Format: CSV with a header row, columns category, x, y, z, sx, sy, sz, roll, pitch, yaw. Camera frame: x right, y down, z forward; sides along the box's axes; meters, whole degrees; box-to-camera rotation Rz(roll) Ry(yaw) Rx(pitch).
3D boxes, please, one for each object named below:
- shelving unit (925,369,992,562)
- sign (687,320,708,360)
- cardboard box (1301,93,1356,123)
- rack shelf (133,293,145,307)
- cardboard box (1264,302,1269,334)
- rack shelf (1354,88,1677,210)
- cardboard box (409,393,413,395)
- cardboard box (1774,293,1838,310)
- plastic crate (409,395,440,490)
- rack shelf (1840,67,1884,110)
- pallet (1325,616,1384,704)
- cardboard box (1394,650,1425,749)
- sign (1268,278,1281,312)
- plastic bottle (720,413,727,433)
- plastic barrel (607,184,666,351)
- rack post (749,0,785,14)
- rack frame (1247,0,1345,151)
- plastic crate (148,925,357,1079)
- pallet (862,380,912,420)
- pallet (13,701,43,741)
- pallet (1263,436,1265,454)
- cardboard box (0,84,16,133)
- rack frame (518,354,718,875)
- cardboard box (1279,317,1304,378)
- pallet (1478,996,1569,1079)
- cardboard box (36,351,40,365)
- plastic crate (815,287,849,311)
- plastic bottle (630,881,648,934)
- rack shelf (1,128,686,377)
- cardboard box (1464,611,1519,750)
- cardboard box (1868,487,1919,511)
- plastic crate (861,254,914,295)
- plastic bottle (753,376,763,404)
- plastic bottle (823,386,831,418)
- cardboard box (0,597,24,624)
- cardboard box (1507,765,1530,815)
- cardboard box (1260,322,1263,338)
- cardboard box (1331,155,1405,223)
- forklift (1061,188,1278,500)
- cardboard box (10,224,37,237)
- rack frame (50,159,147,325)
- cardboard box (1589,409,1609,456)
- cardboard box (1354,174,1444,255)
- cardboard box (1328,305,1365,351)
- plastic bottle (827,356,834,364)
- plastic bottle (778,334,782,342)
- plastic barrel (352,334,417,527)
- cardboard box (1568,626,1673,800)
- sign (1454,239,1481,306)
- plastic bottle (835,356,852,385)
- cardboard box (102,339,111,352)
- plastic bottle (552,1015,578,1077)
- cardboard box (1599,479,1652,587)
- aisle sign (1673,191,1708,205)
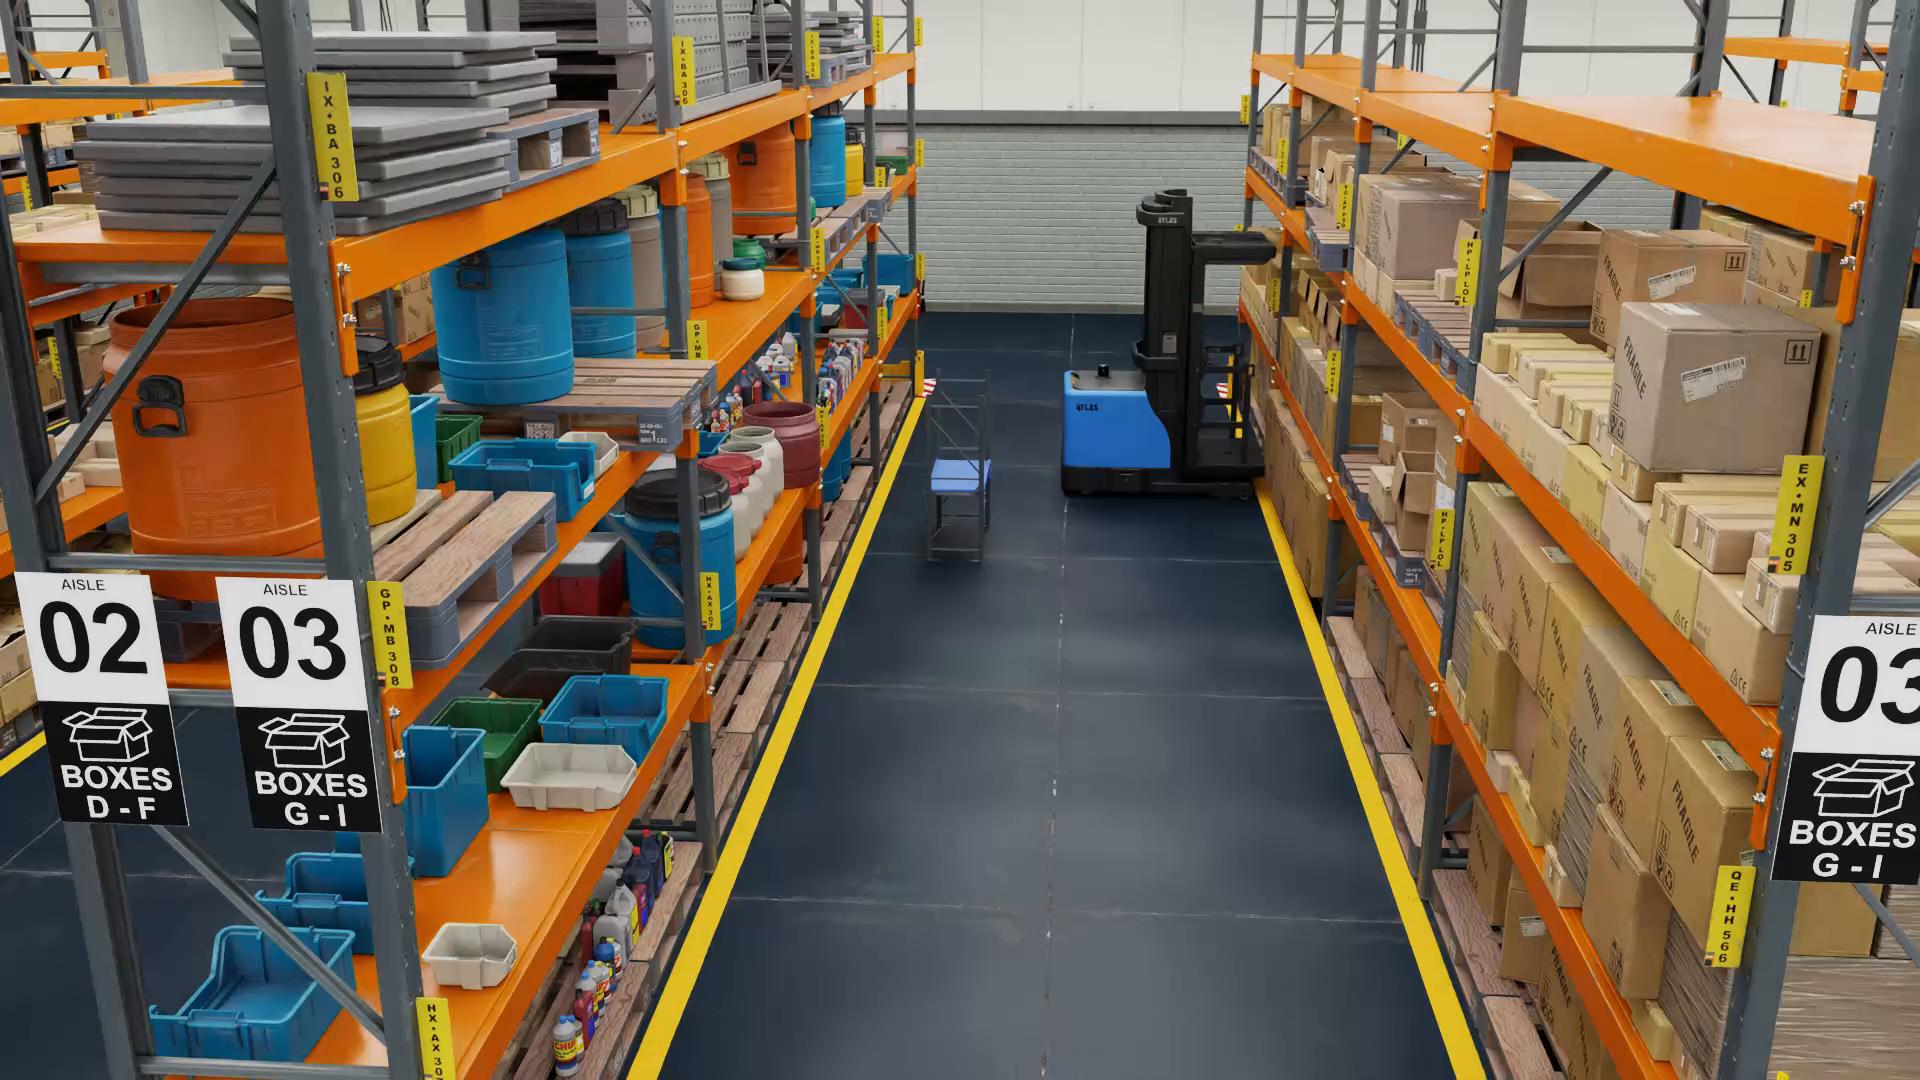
category,x,y,z,sx,sy,sz,roll,pitch,yaw
shelving unit,-0.006,-0.686,14.936,0.538,1.500,1.048,1,18,4
sign,-1.348,-0.967,8.551,0.100,0.325,0.005,1,18,4
cardboard box,3.692,-4.295,16.524,0.500,0.250,0.500,0,18,0
rack shelf,-11.060,-2.538,19.333,1.077,0.370,4.000,1,18,4
cardboard box,3.422,-2.301,17.217,0.500,0.250,0.500,2,18,6
rack shelf,3.188,-2.382,9.866,1.077,0.370,4.000,1,18,4
cardboard box,-6.451,-1.497,18.612,0.500,0.311,0.500,1,18,4
cardboard box,8.311,-2.130,16.295,0.500,0.500,0.500,1,18,4
plastic crate,-2.346,-0.327,6.640,0.392,0.384,0.575,1,18,4
rack shelf,8.415,-3.482,13.224,1.077,0.370,4.000,1,18,4
pallet,3.274,0.883,12.215,1.003,0.211,1.213,1,18,4
cardboard box,3.203,1.025,10.613,0.700,0.500,0.500,0,18,-1
sign,3.064,-2.388,16.202,0.100,0.325,0.005,1,18,4
plastic bottle,-1.963,-0.943,13.629,0.097,0.201,0.097,0,18,0
plastic barrel,-2.029,-1.582,9.639,0.600,0.901,0.600,0,18,0
rack post,-1.651,-4.135,12.590,0.624,0.289,0.986,1,18,4
rack frame,3.905,-6.020,19.170,1.000,3.000,0.127,1,18,4
plastic crate,-2.445,1.598,5.794,0.499,0.251,0.616,1,18,4
pallet,-1.133,-1.699,20.097,1.003,0.211,1.213,1,18,4
pallet,-6.737,1.051,11.703,1.003,0.211,1.213,1,18,4
pallet,3.750,-0.836,17.463,1.003,0.211,1.213,1,18,4
cardboard box,-10.812,-4.745,18.297,0.500,0.500,0.500,1,18,4
rack frame,-1.896,0.447,9.068,1.000,3.000,0.127,1,18,4
cardboard box,3.336,-1.837,15.878,0.500,0.500,0.500,1,18,4
pallet,2.947,2.472,7.366,1.003,0.211,1.213,1,18,4
cardboard box,-10.804,-2.073,19.057,0.380,0.149,0.250,1,18,2
plastic crate,-1.476,-2.750,18.999,0.416,0.233,0.300,1,18,4
plastic bottle,-1.638,1.847,8.453,0.061,0.283,0.133,3,18,8
rack shelf,-2.039,-1.251,6.412,1.077,0.370,4.000,1,18,4
cardboard box,2.880,0.662,7.775,0.875,0.500,0.500,1,18,4
cardboard box,3.109,-0.066,5.419,0.380,0.149,0.250,2,18,6
plastic crate,-0.873,-3.217,20.097,0.616,0.435,0.499,1,18,4
plastic bottle,-1.767,-1.284,14.538,0.061,0.283,0.133,1,18,4
plastic bottle,-1.154,-1.183,14.251,0.097,0.271,0.097,0,18,0
cardboard box,-6.449,0.576,11.516,0.500,0.311,0.500,2,18,5
cardboard box,2.664,1.126,7.400,0.380,0.149,0.250,1,18,4
cardboard box,3.386,-2.229,17.639,0.380,0.149,0.250,2,18,5
cardboard box,3.277,-2.818,13.381,0.500,0.500,0.500,2,18,7
forklift,2.551,-1.959,16.522,3.031,2.935,1.130,1,18,3
cardboard box,-6.598,-1.978,11.218,0.500,0.250,0.500,1,18,3
rack frame,-10.917,-3.501,21.117,1.000,3.000,0.127,1,18,4
cardboard box,2.673,-0.405,6.452,0.380,0.149,0.250,2,18,5
cardboard box,3.041,-2.255,11.533,0.500,0.500,0.500,1,18,4
cardboard box,3.449,-1.638,13.659,0.797,0.503,0.637,2,18,5
plastic bottle,-1.216,-1.573,15.441,0.097,0.271,0.097,0,18,0
plastic bottle,-1.774,-1.878,16.350,0.061,0.283,0.133,1,18,4
plastic barrel,-2.228,-0.382,5.804,0.600,0.588,0.600,0,18,0
cardboard box,2.619,0.649,6.208,0.500,0.500,0.500,1,18,4
sign,2.491,-1.312,8.156,0.100,0.325,0.005,1,18,4
plastic bottle,-1.090,-1.579,15.450,0.152,0.276,0.135,1,18,4
cardboard box,-10.868,-2.293,20.770,0.700,0.500,0.500,1,18,4
plastic bottle,-1.742,2.221,7.330,0.097,0.271,0.097,0,18,0
cardboard box,2.617,-0.024,5.928,0.500,0.250,0.500,2,18,5
aisle sign,8.551,-4.292,19.356,0.394,0.787,0.004,1,18,4
